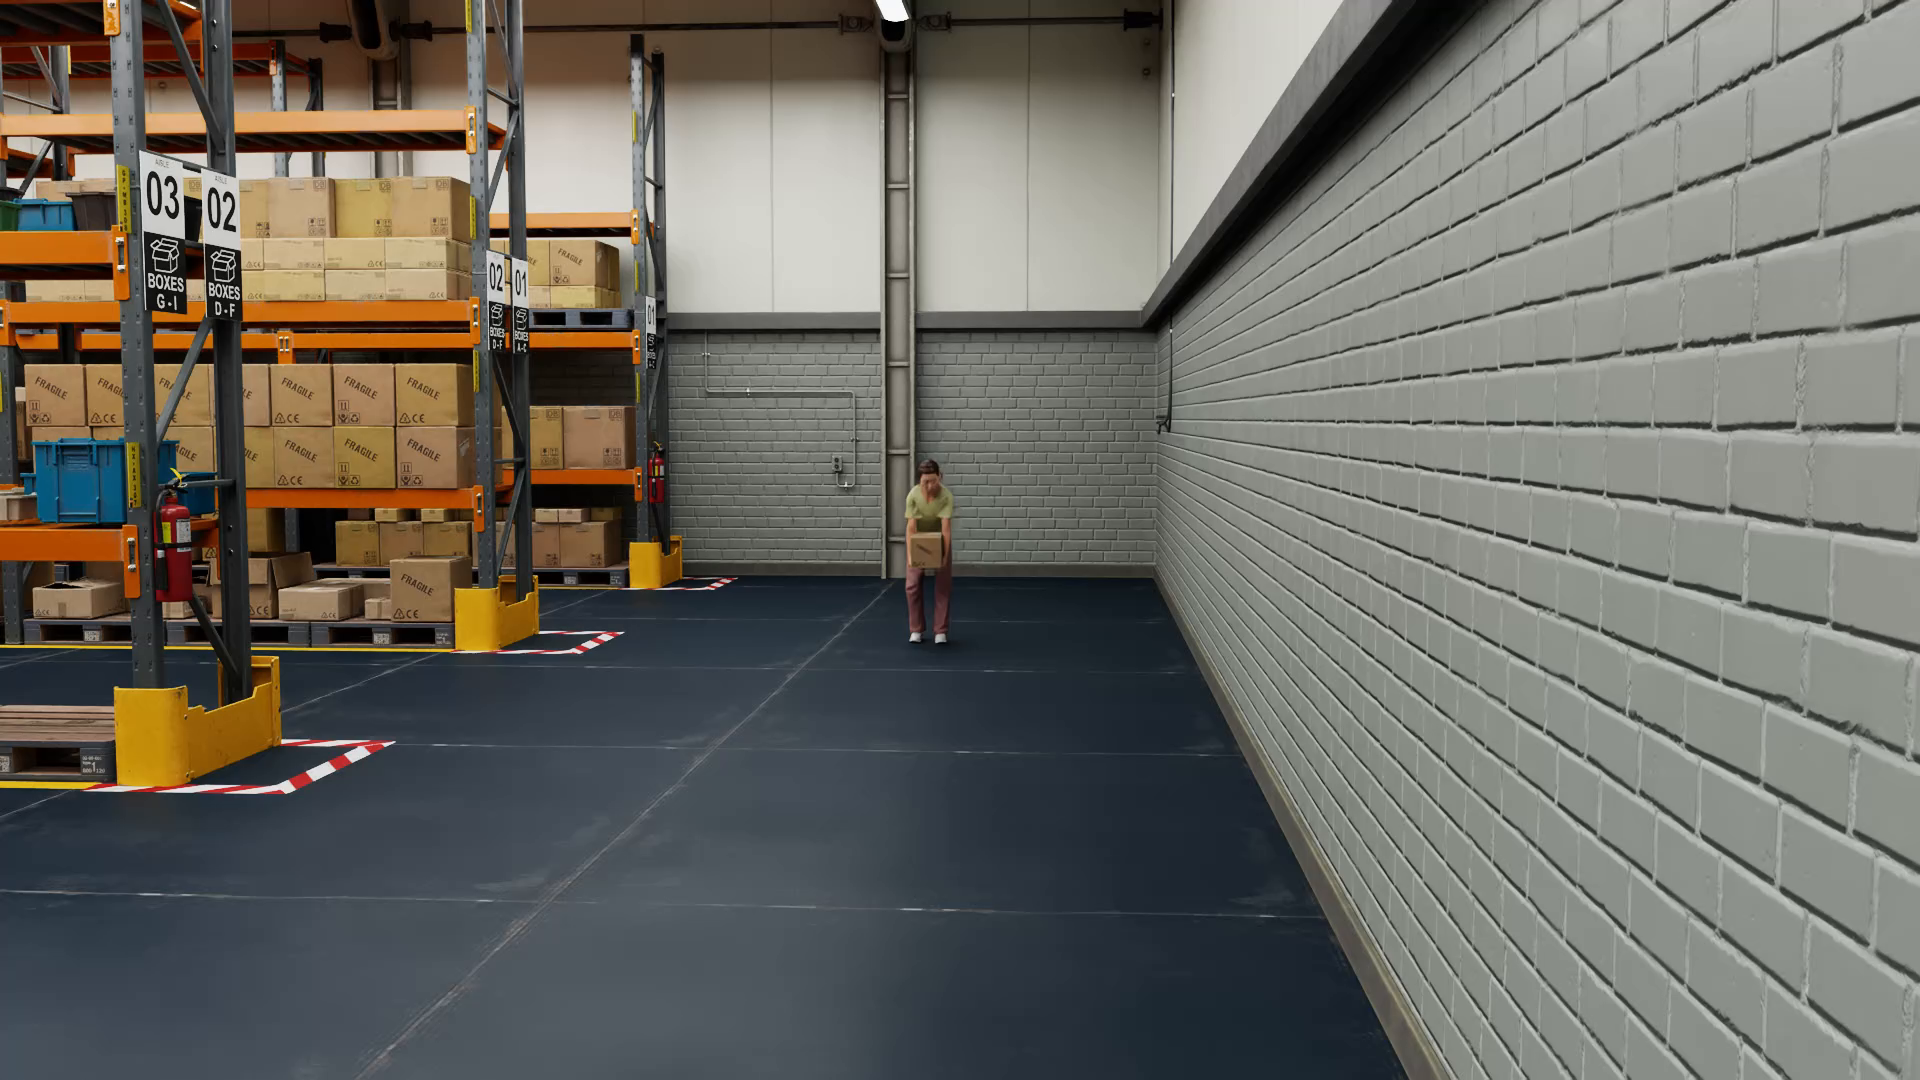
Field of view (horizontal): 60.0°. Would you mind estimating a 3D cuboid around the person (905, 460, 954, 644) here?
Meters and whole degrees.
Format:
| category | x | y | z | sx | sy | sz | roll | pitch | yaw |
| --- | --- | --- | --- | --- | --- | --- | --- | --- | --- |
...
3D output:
| category | x | y | z | sx | sy | sz | roll | pitch | yaw |
| --- | --- | --- | --- | --- | --- | --- | --- | --- | --- |
| person | -0.252 | 0.096 | 13.781 | 0.411 | 1.533 | 0.636 | 0 | 4 | 2 |
